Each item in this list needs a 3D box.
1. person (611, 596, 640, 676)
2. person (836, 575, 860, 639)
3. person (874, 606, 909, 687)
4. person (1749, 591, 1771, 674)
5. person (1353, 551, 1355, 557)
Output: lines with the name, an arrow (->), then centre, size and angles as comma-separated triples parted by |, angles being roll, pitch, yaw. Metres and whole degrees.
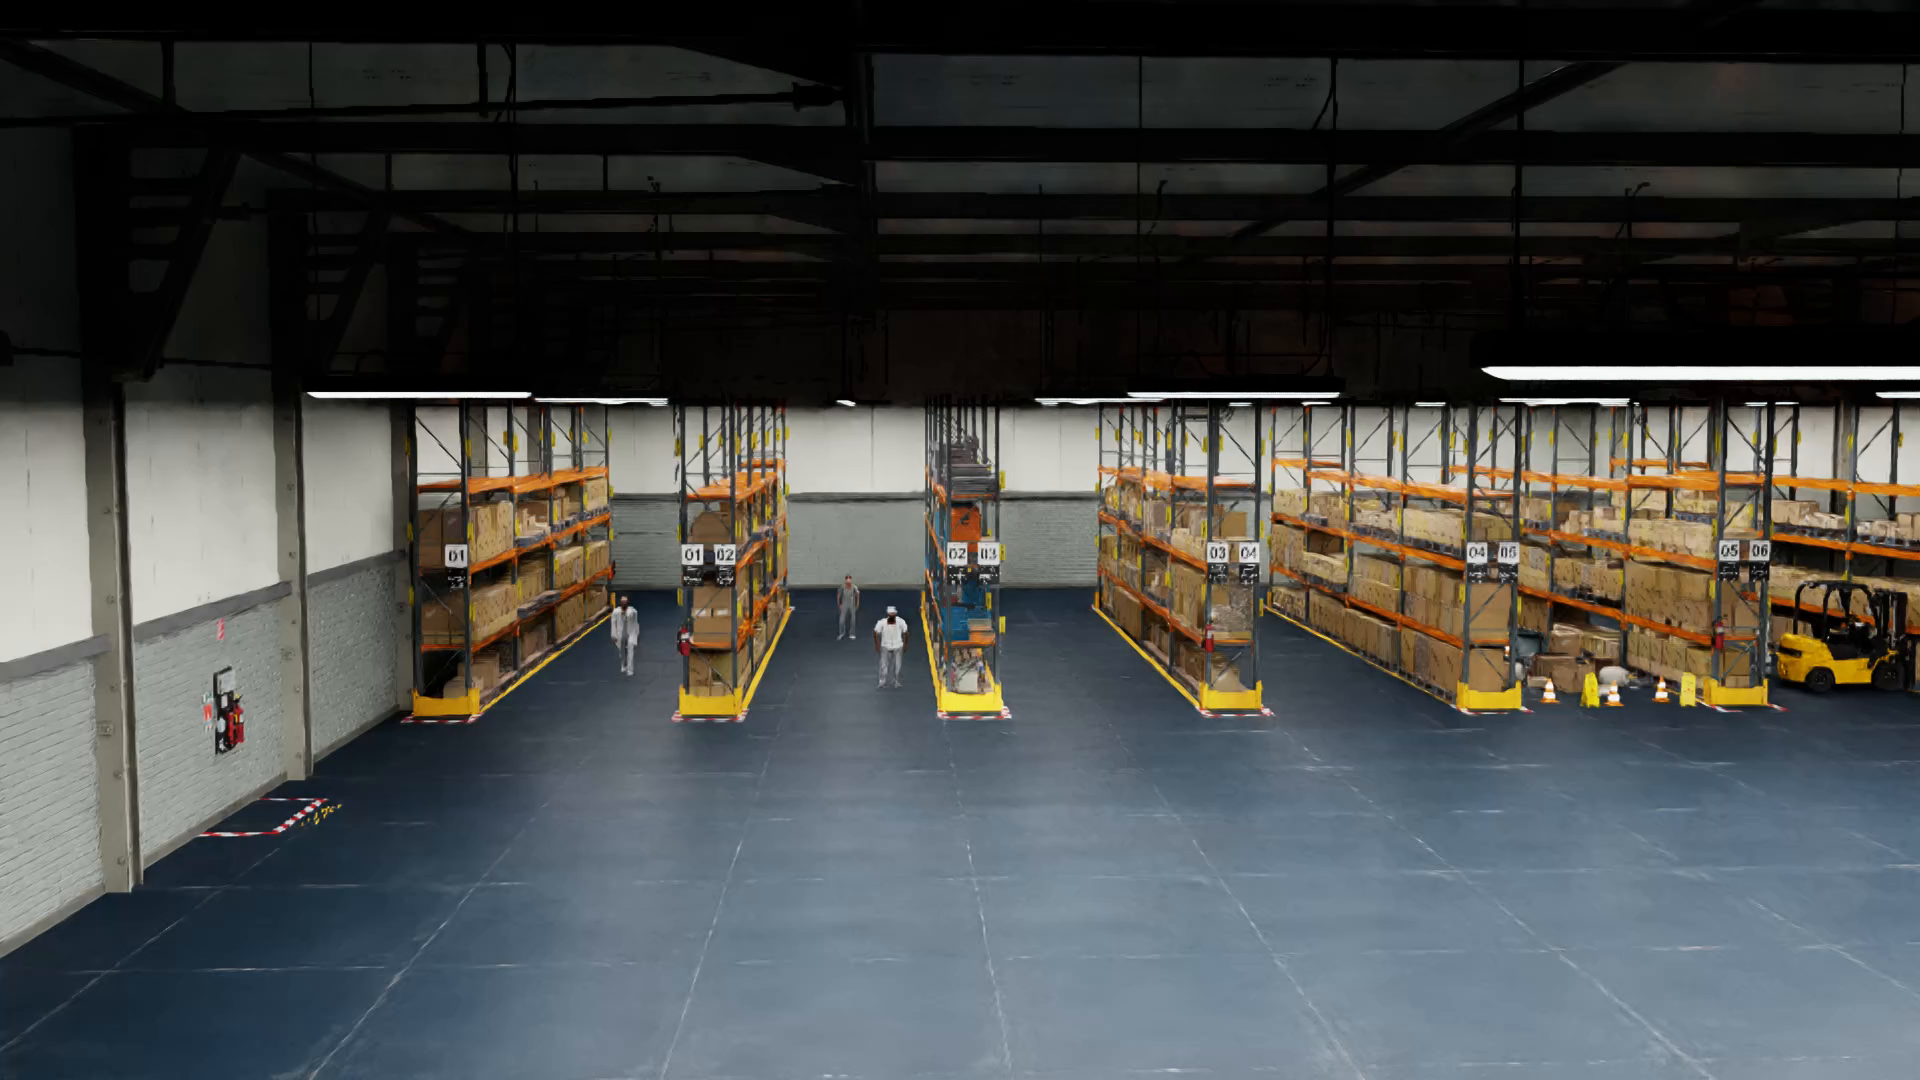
person -> -7.185, 2.034, 35.653 | 0.601, 1.694, 1.187 | 0, 5, -5
person -> -2.777, 1.658, 41.321 | 0.580, 1.619, 0.507 | 0, 5, -5
person -> -1.409, 2.185, 34.055 | 0.719, 1.714, 0.578 | 0, 5, -4
person -> 17.281, 1.976, 35.971 | 0.547, 1.785, 0.646 | 2, 5, 27
person -> 10.969, 1.164, 46.474 | 0.514, 1.776, 0.635 | -3, 5, -30
